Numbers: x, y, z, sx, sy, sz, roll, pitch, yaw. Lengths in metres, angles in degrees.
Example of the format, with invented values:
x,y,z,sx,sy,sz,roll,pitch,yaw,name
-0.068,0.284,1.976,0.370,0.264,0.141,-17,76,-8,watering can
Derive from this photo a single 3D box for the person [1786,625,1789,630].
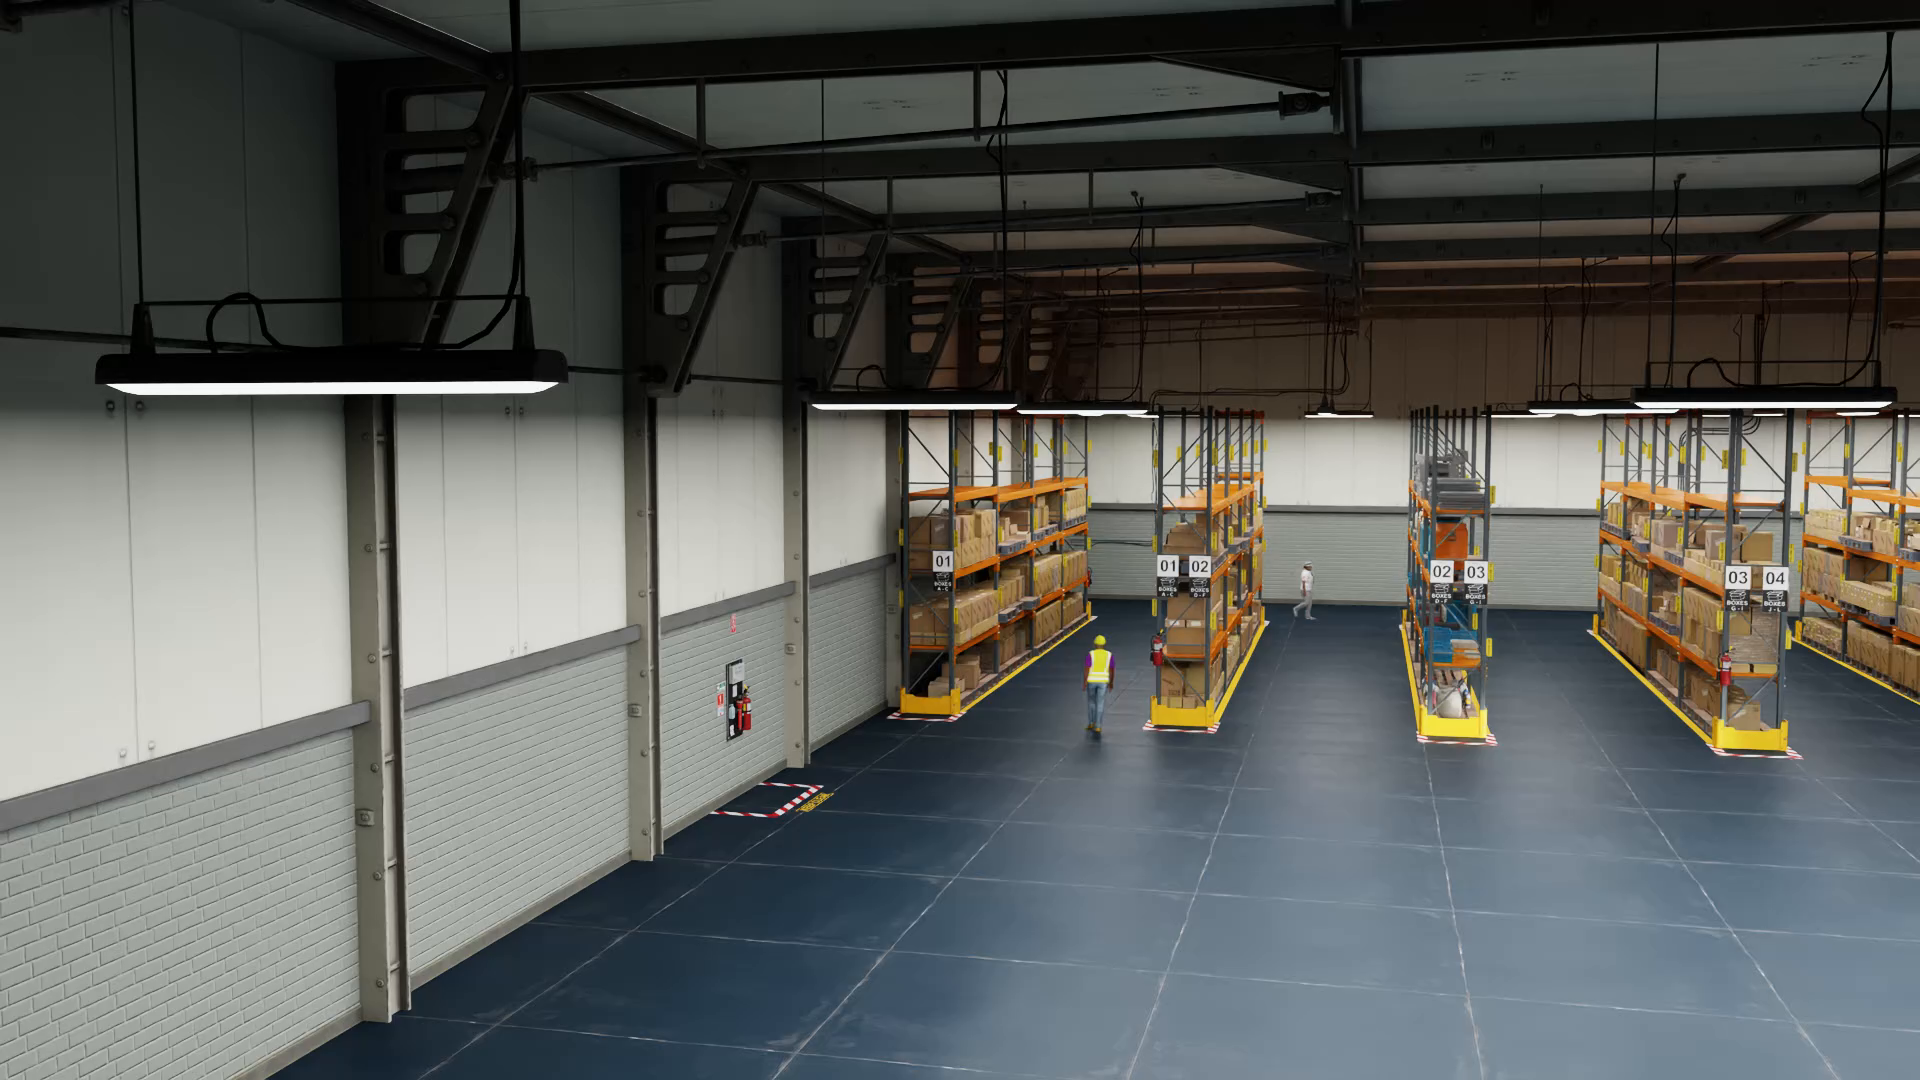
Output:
x,y,z,sx,sy,sz,roll,pitch,yaw,name
21.659,1.684,44.277,1.056,1.720,0.556,0,4,-5,person

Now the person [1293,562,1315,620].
x,y,z,sx,sy,sz,roll,pitch,yaw,name
9.908,1.456,47.788,0.589,1.659,0.499,2,5,31,person

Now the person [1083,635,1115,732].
x,y,z,sx,sy,sz,roll,pitch,yaw,name
2.562,2.665,30.682,0.574,1.810,0.602,1,4,7,person
